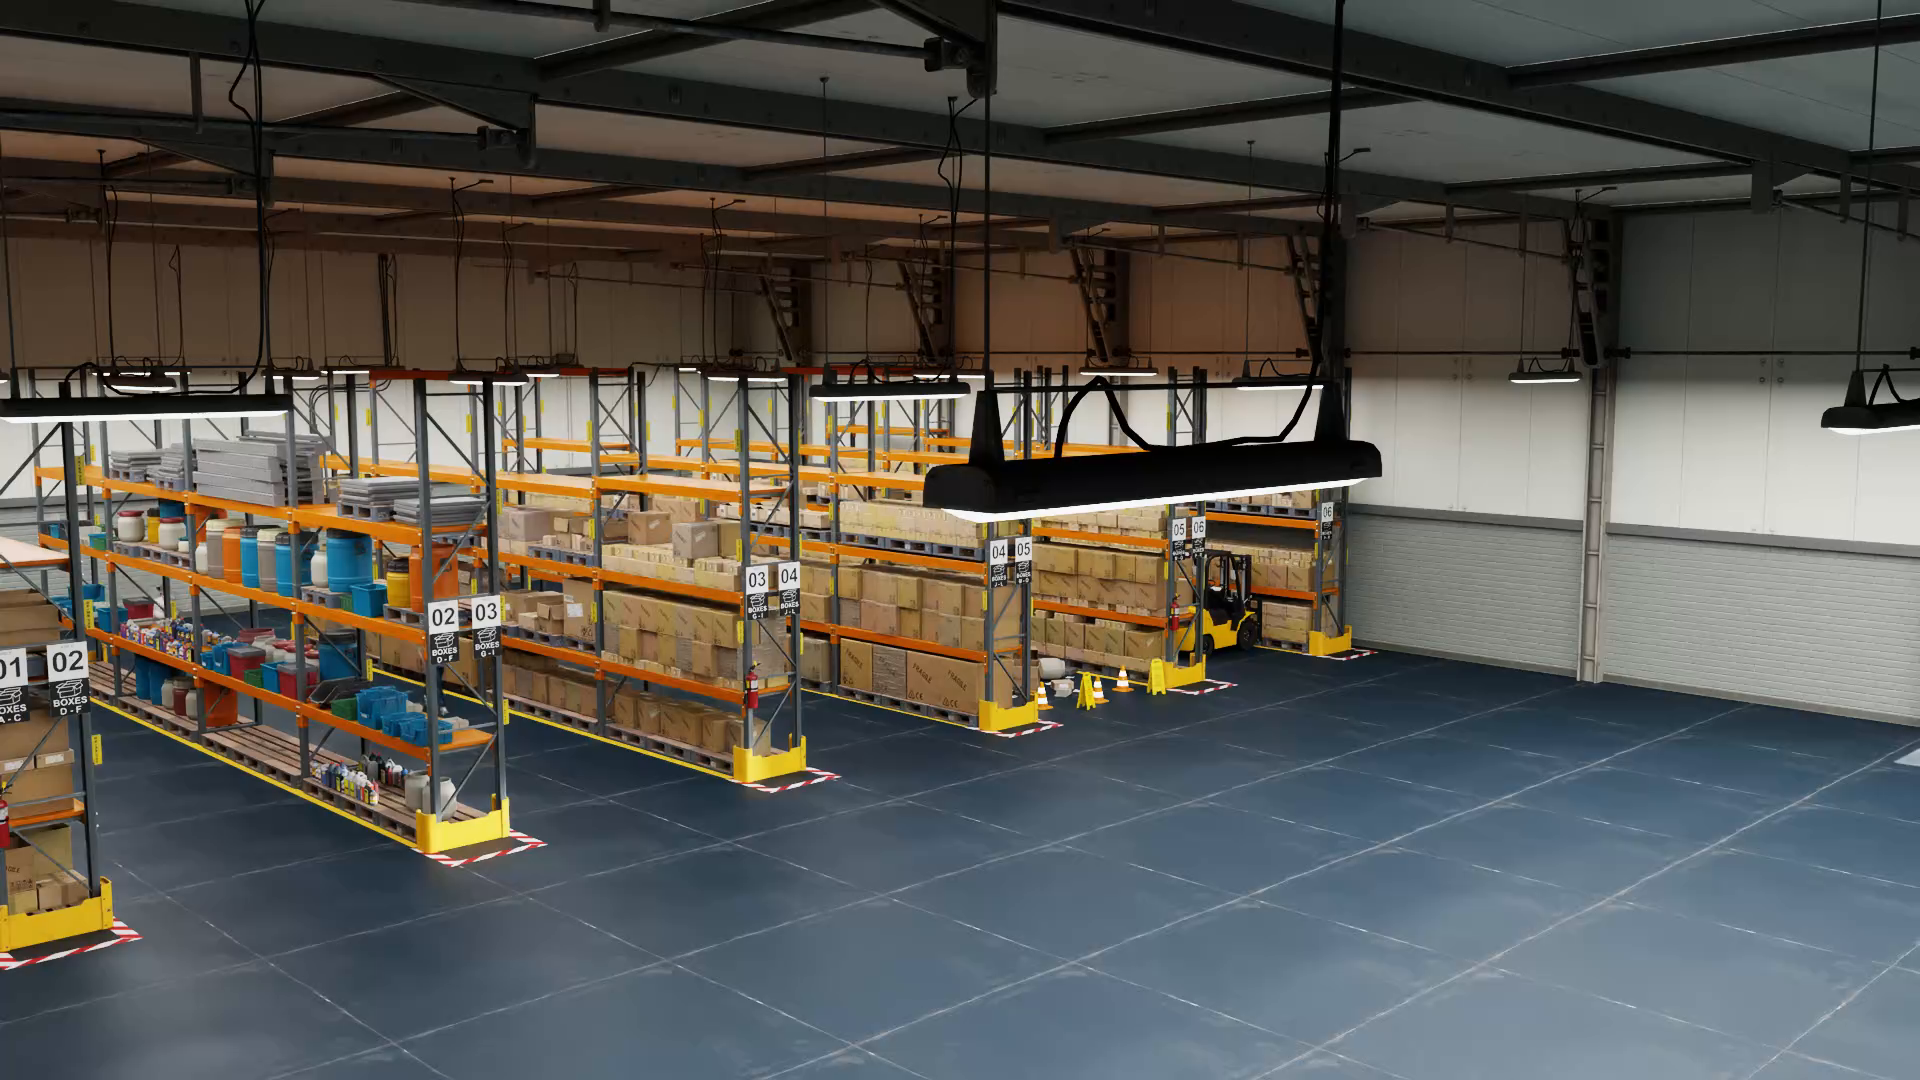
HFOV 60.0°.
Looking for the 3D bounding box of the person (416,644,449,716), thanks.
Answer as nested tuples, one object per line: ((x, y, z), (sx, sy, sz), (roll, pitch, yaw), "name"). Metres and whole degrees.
((-9.258, 2.235, 29.268), (0.869, 1.621, 0.571), (5, 8, 38), "person")

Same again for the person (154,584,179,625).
((-16.113, 1.700, 33.778), (0.655, 1.699, 0.541), (5, 8, 36), "person")
